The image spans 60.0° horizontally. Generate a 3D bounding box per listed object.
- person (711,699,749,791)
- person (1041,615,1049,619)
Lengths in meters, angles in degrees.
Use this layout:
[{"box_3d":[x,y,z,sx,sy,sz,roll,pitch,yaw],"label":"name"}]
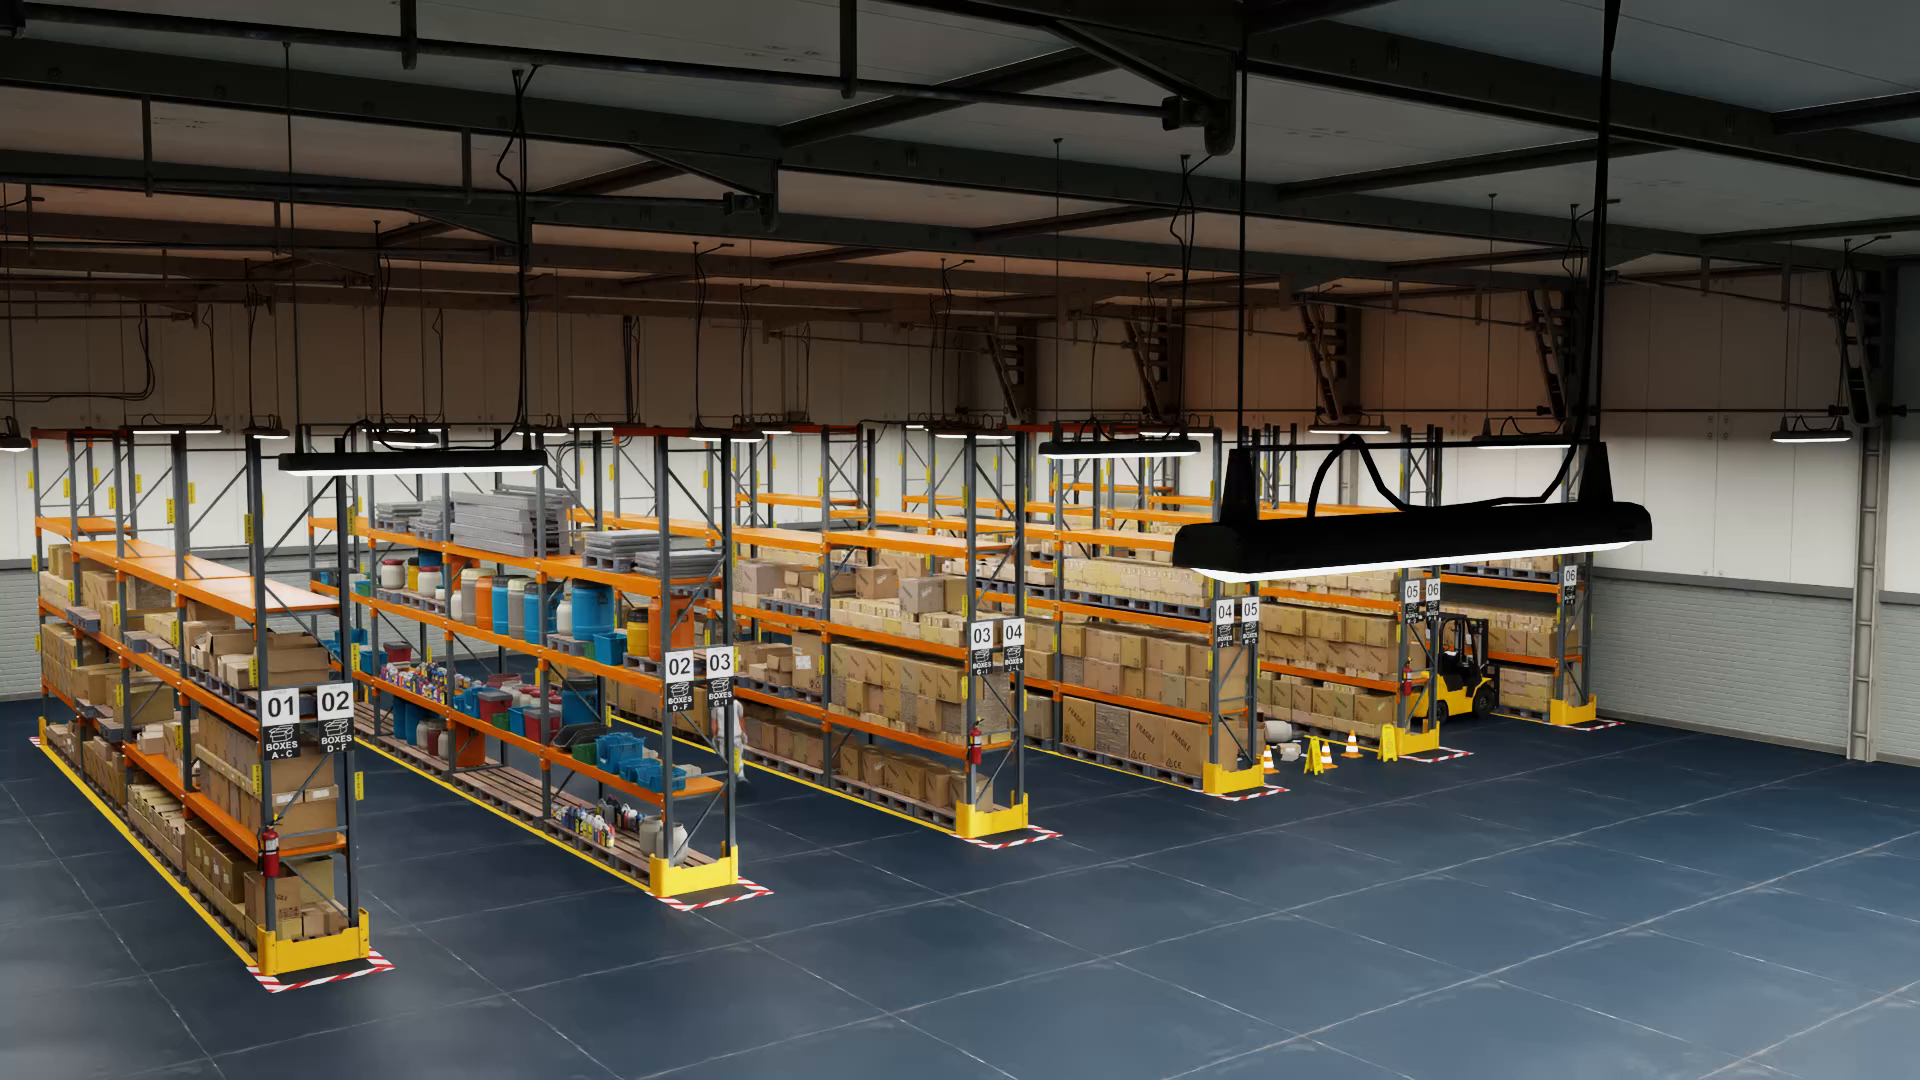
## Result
[{"box_3d":[-3.818,3.272,27.584,0.579,1.780,0.533,-2,5,-26],"label":"person"},{"box_3d":[1.914,2.573,36.953,0.683,1.796,0.598,3,6,36],"label":"person"}]
